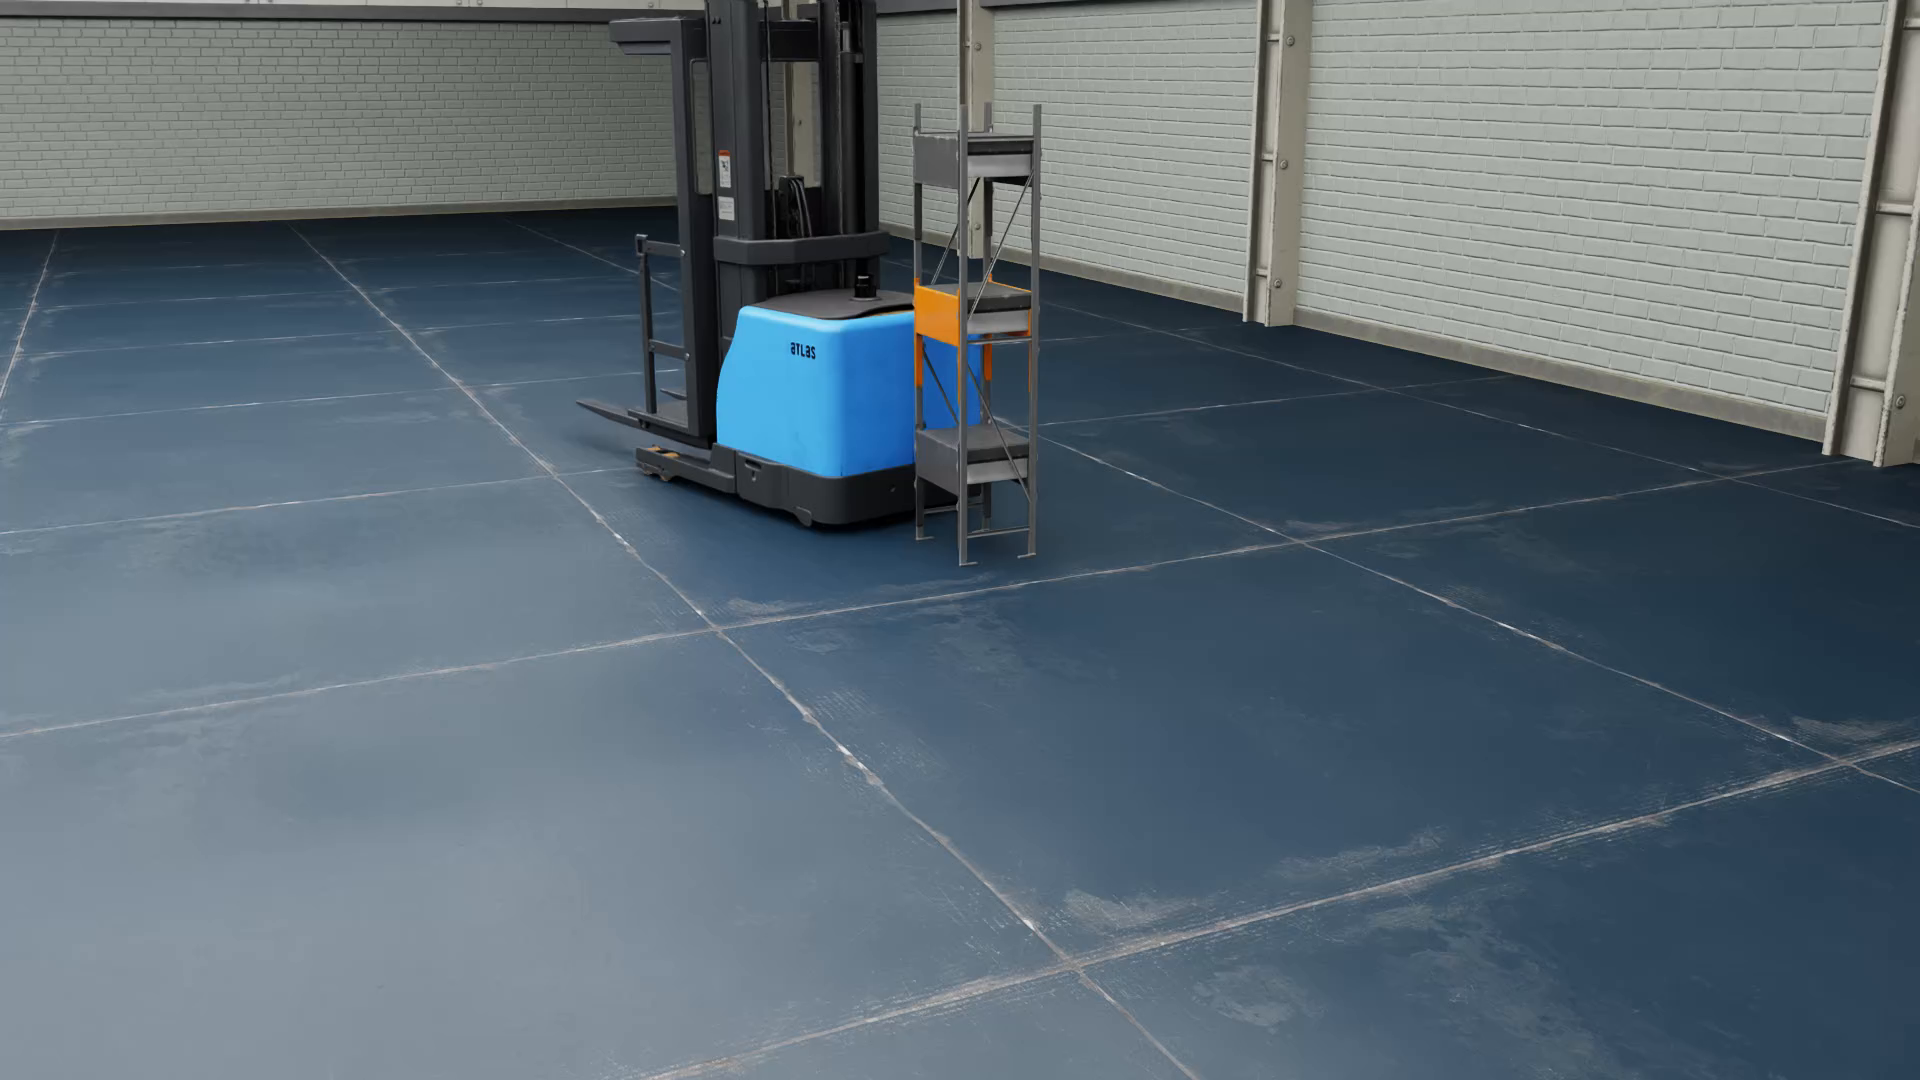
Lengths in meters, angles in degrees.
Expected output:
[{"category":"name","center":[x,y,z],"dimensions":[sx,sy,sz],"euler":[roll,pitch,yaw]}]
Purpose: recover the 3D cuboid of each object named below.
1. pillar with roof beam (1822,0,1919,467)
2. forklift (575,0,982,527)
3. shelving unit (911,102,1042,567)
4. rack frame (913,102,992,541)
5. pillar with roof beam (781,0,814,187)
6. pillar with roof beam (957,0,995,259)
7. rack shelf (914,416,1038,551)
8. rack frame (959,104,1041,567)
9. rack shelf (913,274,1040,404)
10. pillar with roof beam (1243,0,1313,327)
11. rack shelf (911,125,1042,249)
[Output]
[{"category":"pillar with roof beam","center":[1.574,-4.299,6.918],"dimensions":[9.100,9.000,0.400],"euler":[-8,18,-25]},{"category":"forklift","center":[-1.205,-1.816,9.266],"dimensions":[1.130,2.935,3.031],"euler":[-13,21,-38]},{"category":"shelving unit","center":[0.073,-0.968,7.818],"dimensions":[0.431,2.100,0.503],"euler":[-8,18,-25]},{"category":"rack frame","center":[-0.034,-1.029,8.029],"dimensions":[0.400,2.100,0.015],"euler":[-8,18,-25]},{"category":"pillar with roof beam","center":[-6.311,-8.762,22.471],"dimensions":[9.100,9.000,0.400],"euler":[-8,18,-25]},{"category":"pillar with roof beam","center":[-3.683,-7.275,17.287],"dimensions":[9.100,9.000,0.400],"euler":[-8,18,-25]},{"category":"rack shelf","center":[0.073,-0.282,8.015],"dimensions":[0.431,0.518,0.480],"euler":[-8,18,-25]},{"category":"rack frame","center":[0.179,-0.908,7.607],"dimensions":[0.400,2.100,0.015],"euler":[-8,18,-25]},{"category":"rack shelf","center":[0.073,-0.955,7.822],"dimensions":[0.431,0.518,0.480],"euler":[-8,18,-25]},{"category":"pillar with roof beam","center":[-1.054,-5.787,12.102],"dimensions":[9.100,9.000,0.400],"euler":[-8,18,-25]},{"category":"rack shelf","center":[0.073,-1.628,7.629],"dimensions":[0.431,0.518,0.480],"euler":[-8,18,-25]}]
